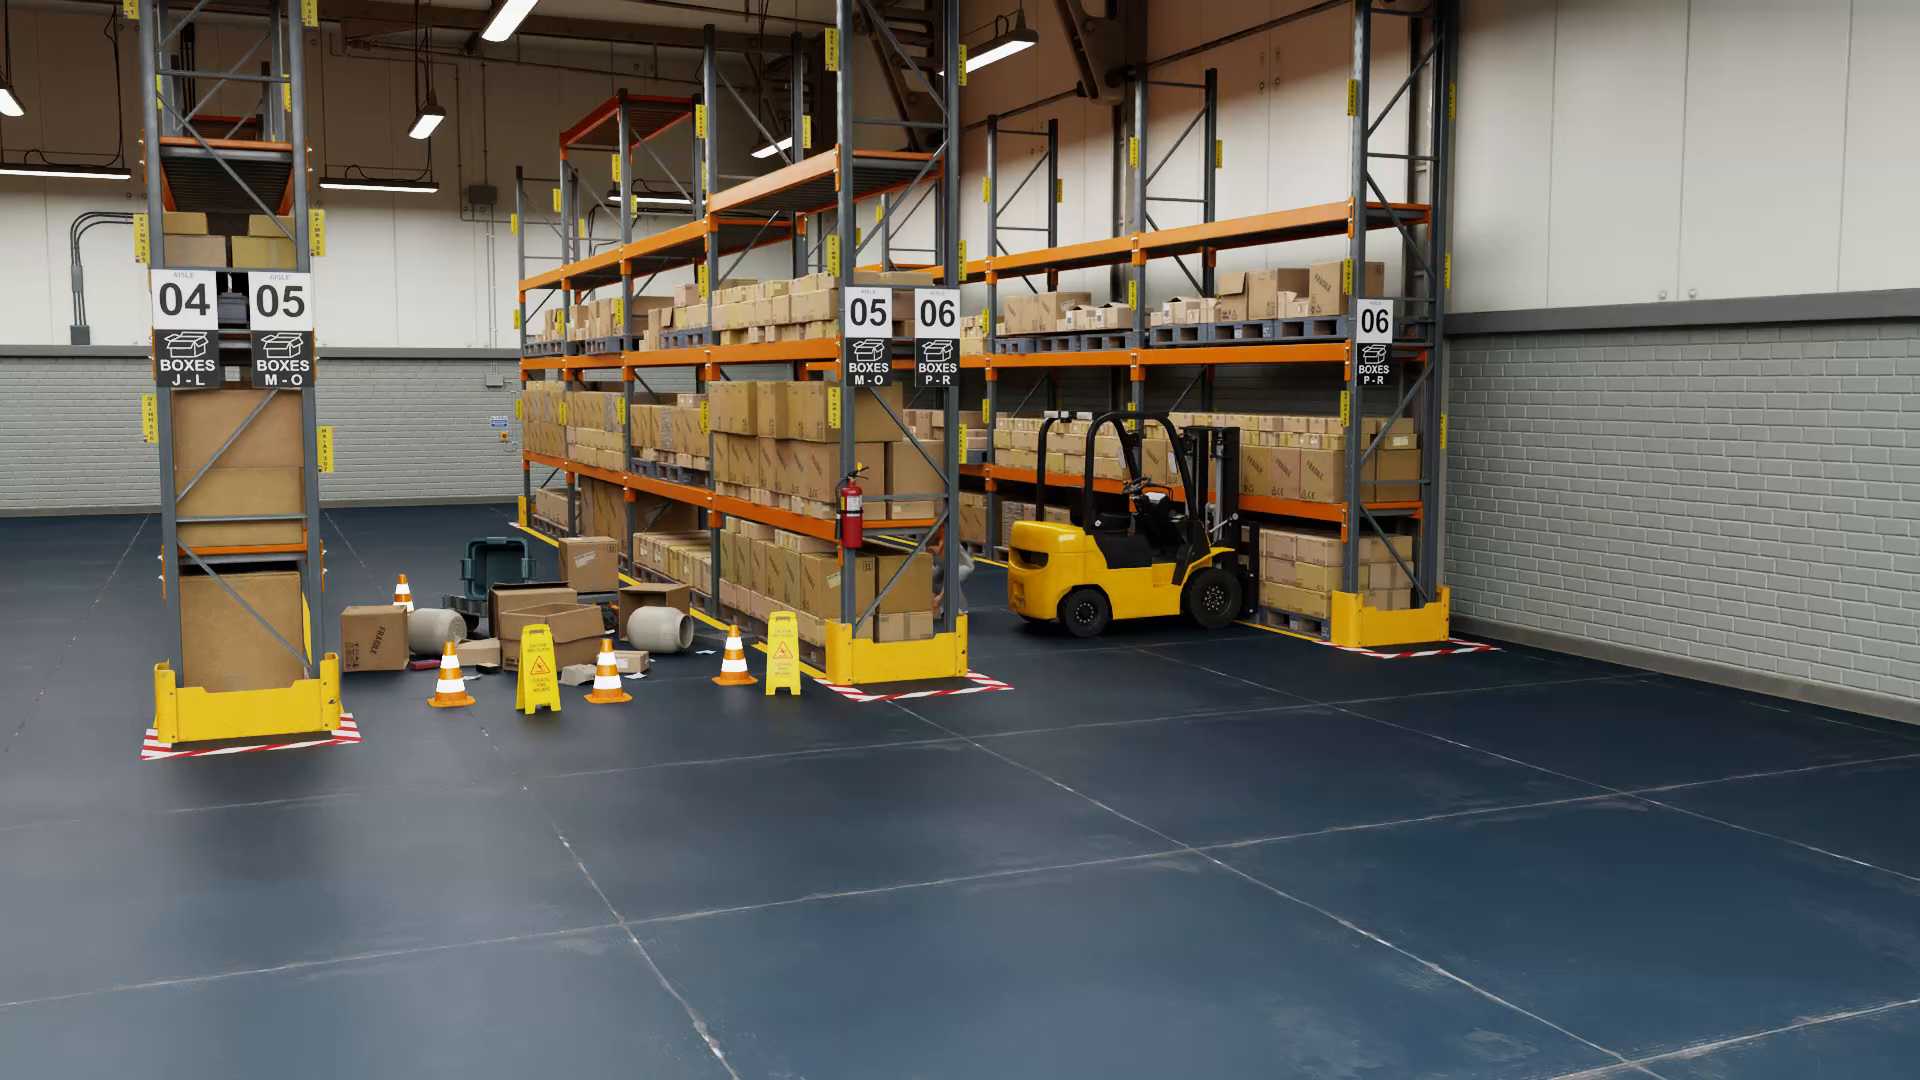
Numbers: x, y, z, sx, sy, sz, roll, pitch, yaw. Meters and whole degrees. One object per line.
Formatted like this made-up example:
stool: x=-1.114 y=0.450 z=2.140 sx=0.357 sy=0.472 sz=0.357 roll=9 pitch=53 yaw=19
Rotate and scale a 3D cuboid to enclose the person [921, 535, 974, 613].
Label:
person: x=-0.157 y=0.338 z=17.456 sx=0.481 sy=0.913 sz=0.795 roll=4 pitch=7 yaw=37
